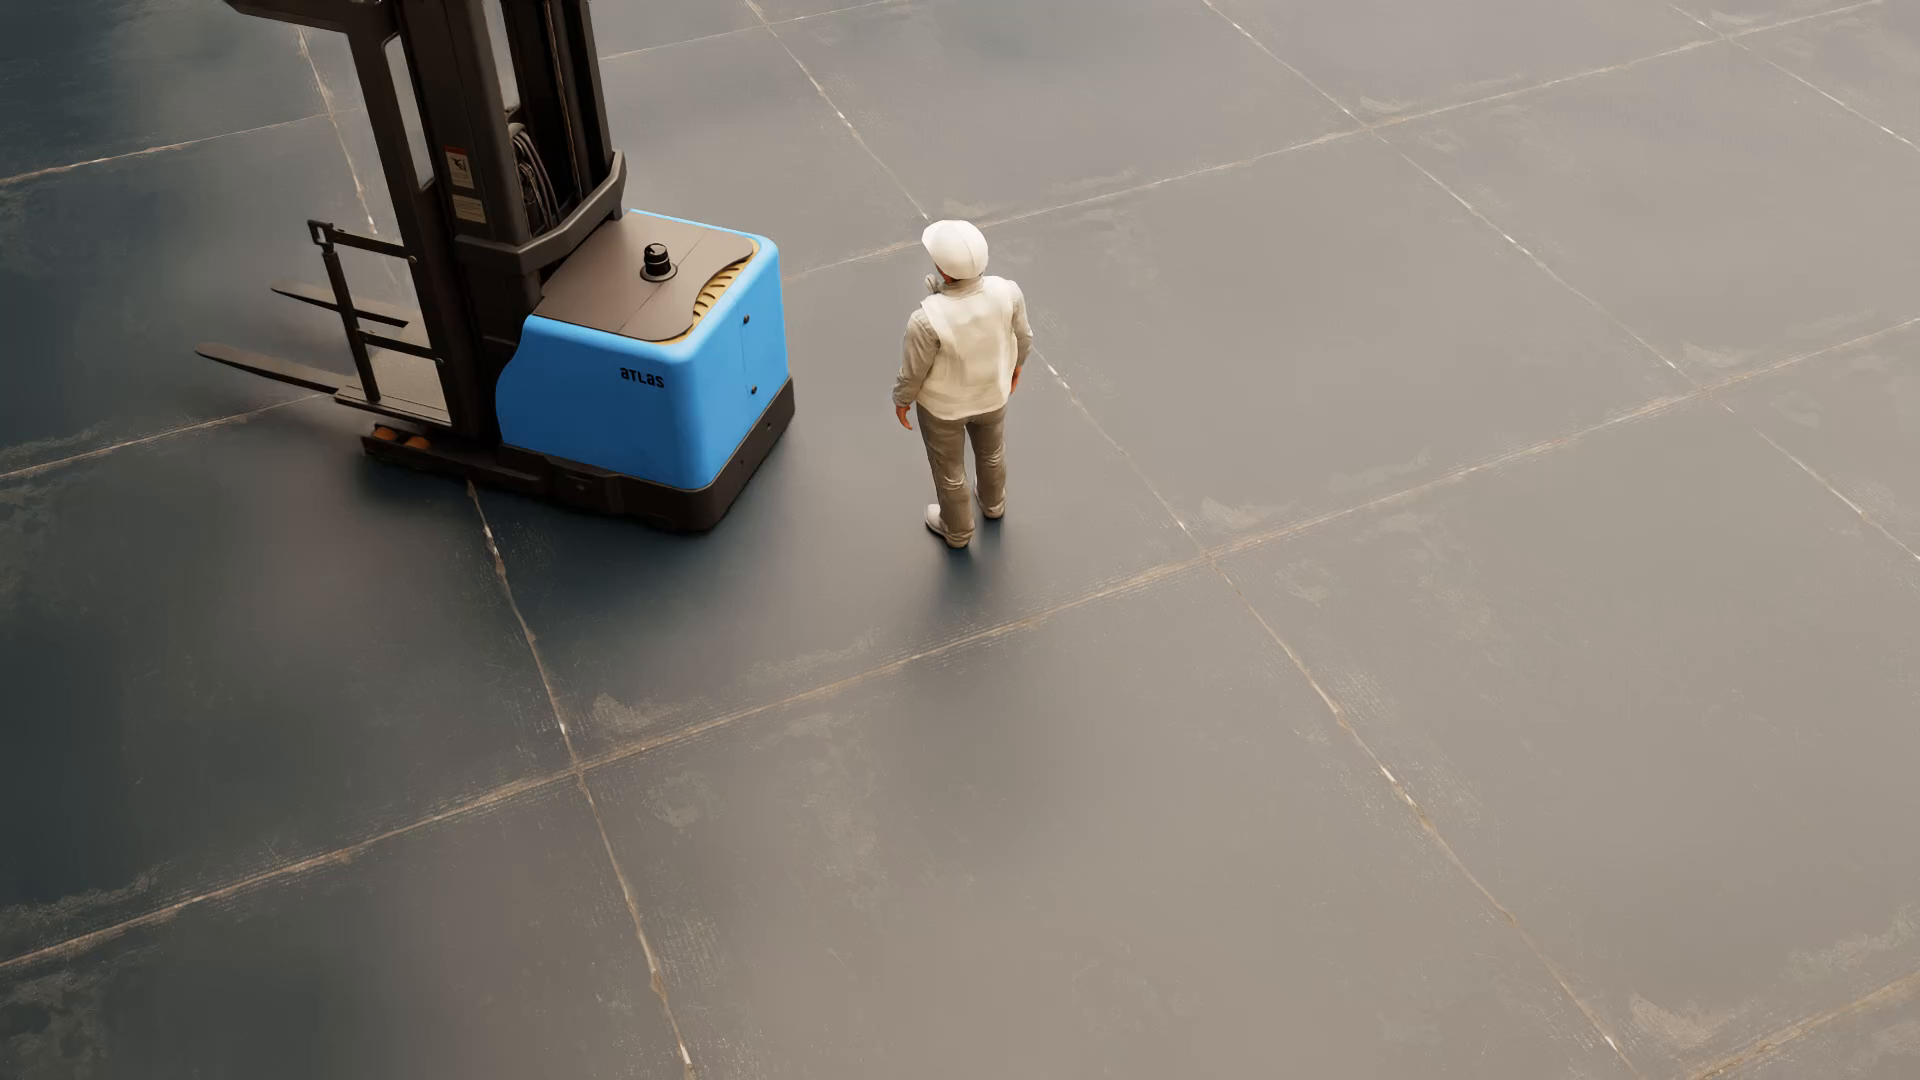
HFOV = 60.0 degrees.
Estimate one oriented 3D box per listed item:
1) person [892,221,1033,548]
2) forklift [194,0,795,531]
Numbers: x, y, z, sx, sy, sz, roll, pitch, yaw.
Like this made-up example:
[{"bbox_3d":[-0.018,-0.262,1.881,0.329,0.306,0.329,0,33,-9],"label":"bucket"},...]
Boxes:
[{"bbox_3d":[-0.019,-0.695,7.262,0.632,1.773,0.568,-18,46,-18],"label":"person"},{"bbox_3d":[-2.407,-1.739,7.543,3.031,2.935,1.130,14,45,15],"label":"forklift"}]
